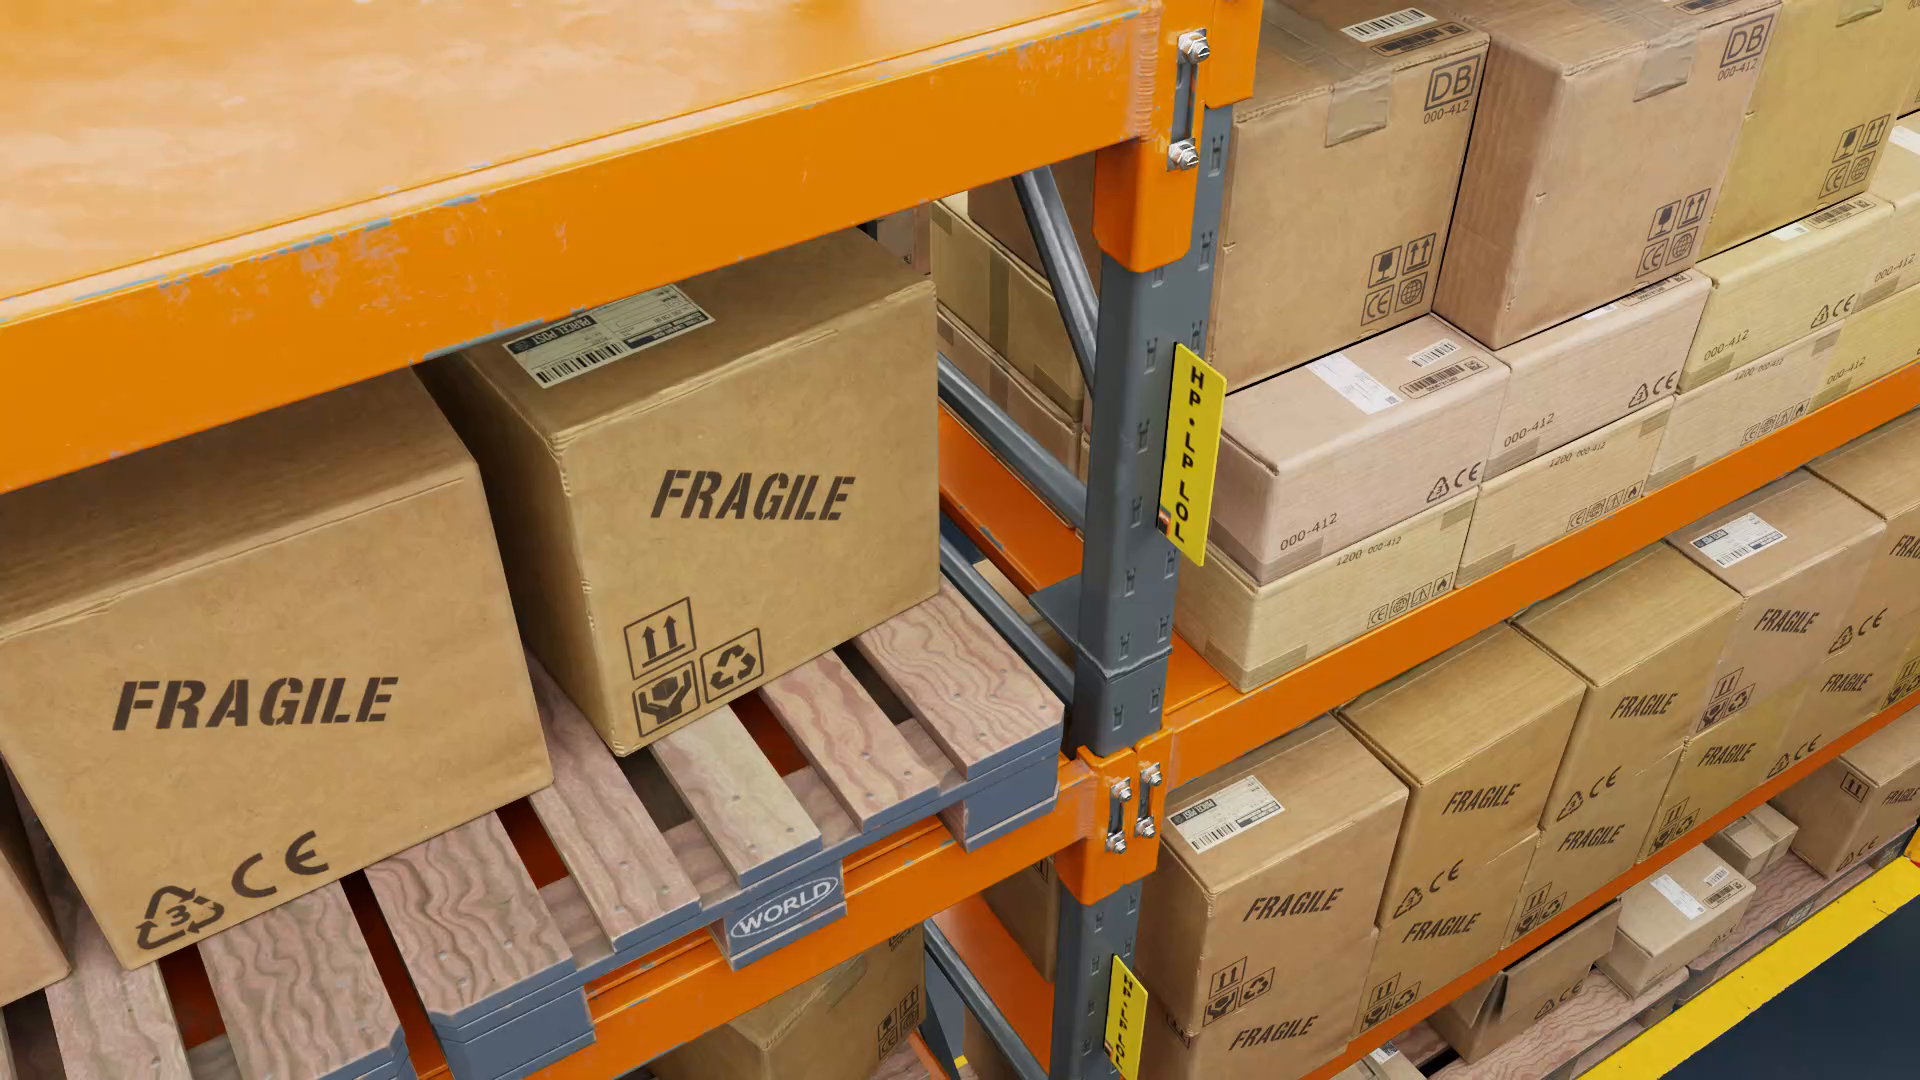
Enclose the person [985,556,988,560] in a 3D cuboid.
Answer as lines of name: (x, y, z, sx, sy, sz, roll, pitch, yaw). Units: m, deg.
person: (0.551, -0.550, 6.786, 1.023, 1.611, 0.462, -23, 46, -24)
